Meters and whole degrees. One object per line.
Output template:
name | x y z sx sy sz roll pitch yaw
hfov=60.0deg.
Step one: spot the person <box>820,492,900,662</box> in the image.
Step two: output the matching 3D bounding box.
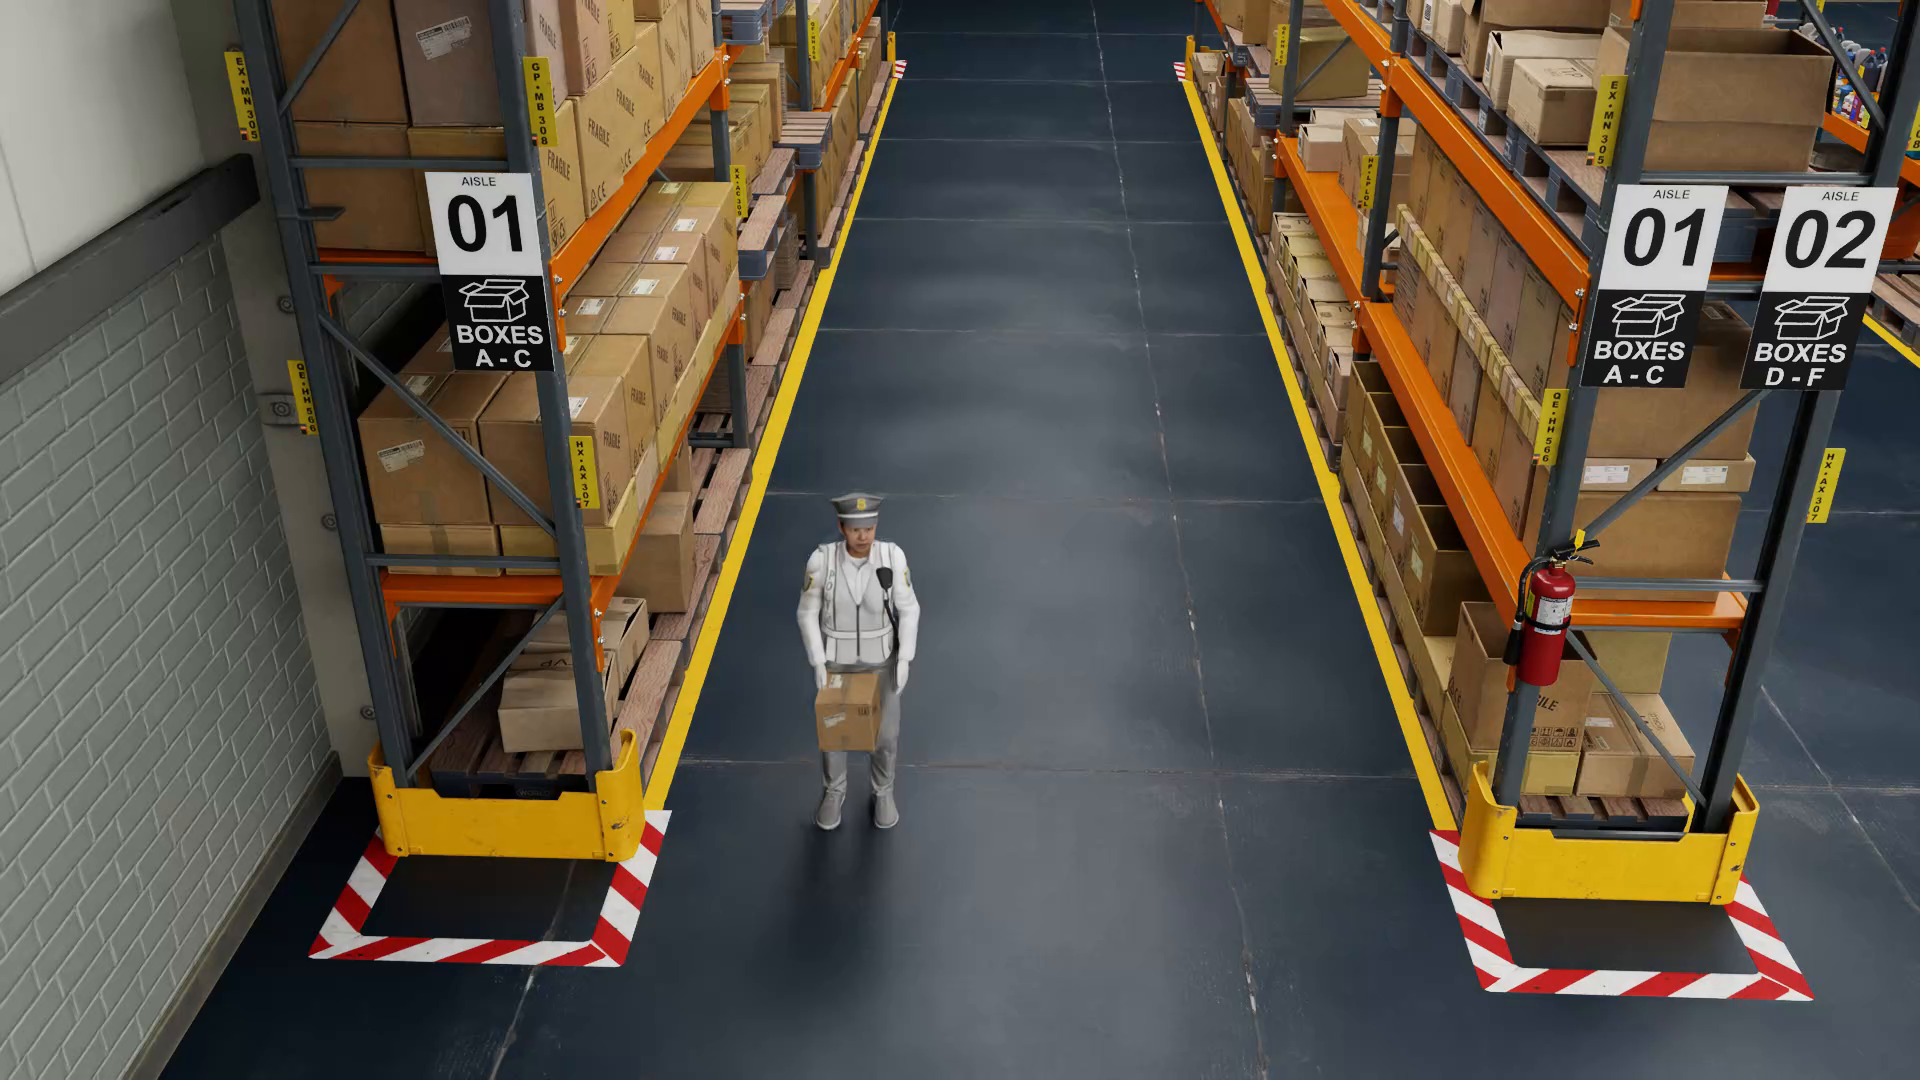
person | -0.447 0.153 7.389 0.370 0.833 0.314 -2 28 -4
